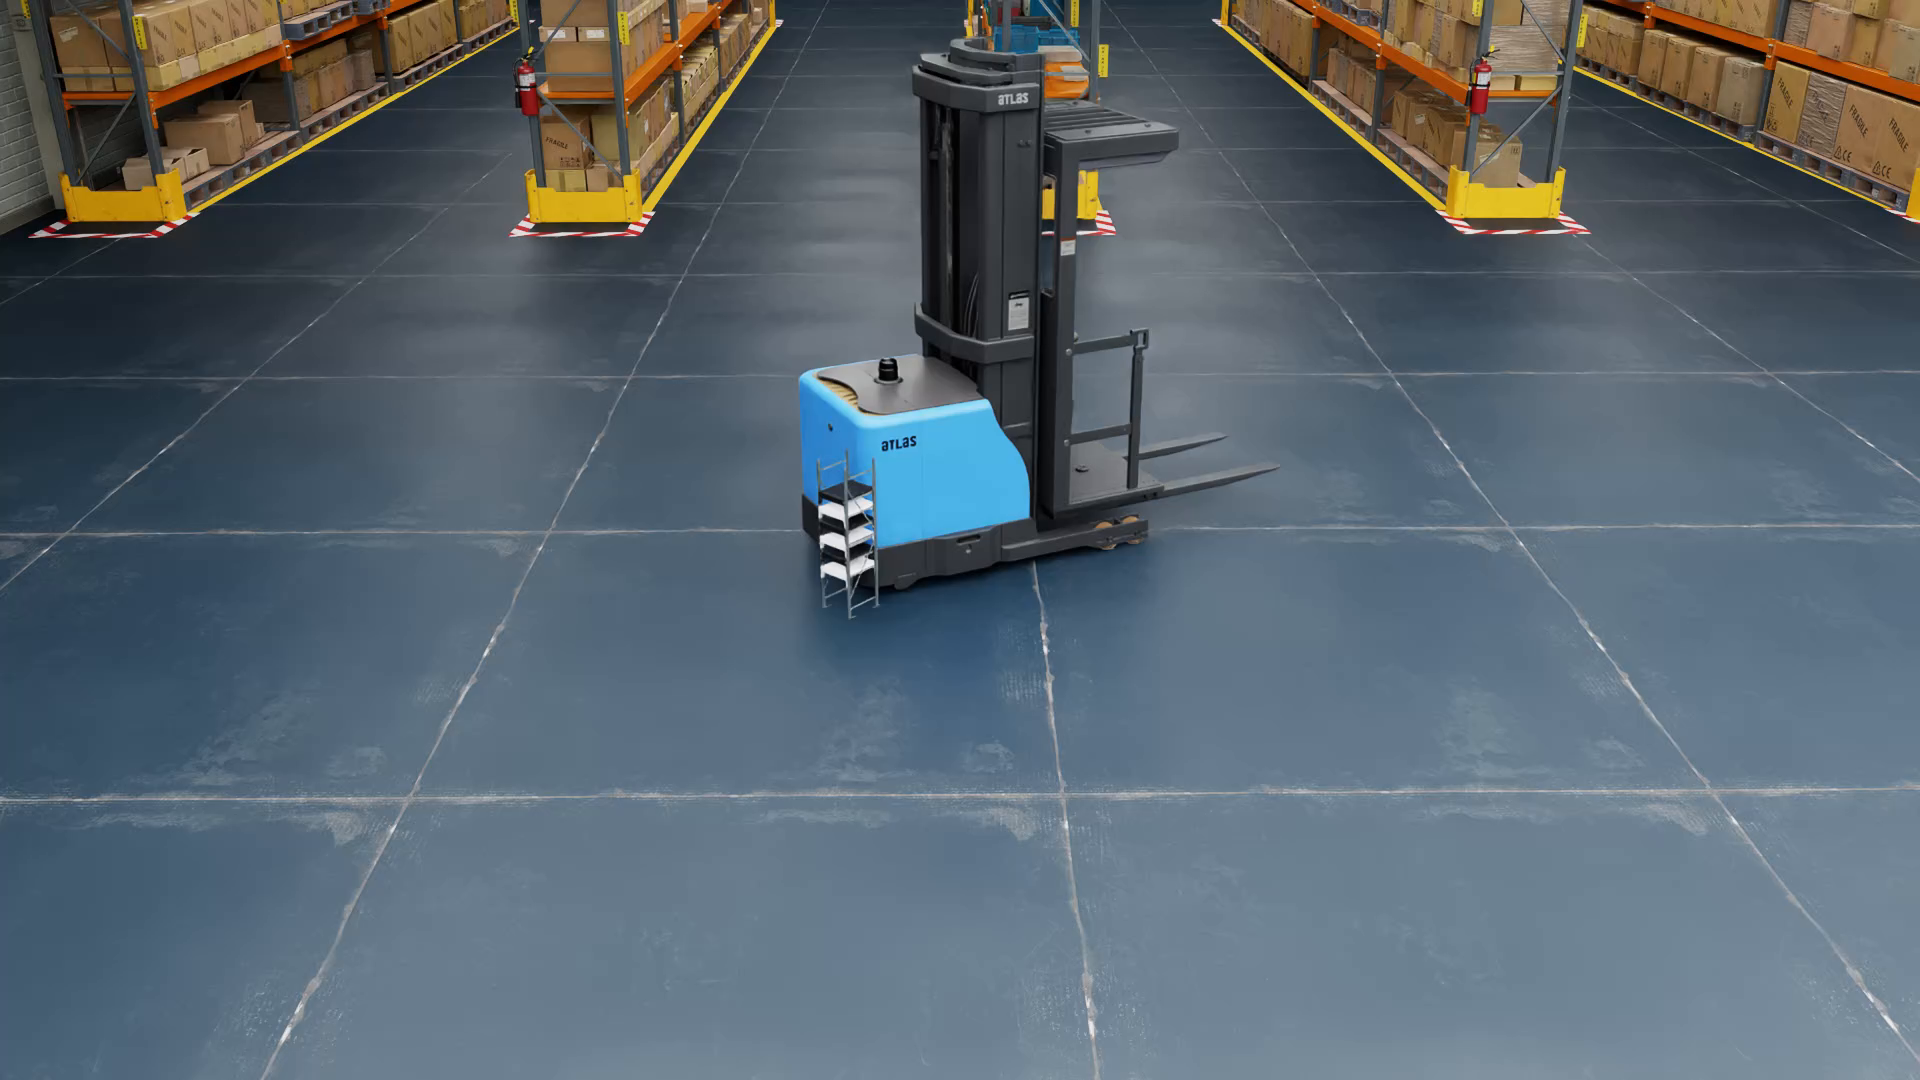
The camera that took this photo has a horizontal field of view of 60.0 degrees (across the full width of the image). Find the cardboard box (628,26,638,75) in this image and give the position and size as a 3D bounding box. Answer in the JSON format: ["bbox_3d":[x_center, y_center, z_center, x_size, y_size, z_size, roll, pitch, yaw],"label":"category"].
[{"bbox_3d":[-4.019,-5.493,18.635,0.700,0.500,0.500,0,24,0],"label":"cardboard box"}]

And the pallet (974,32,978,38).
[{"bbox_3d":[0.759,-8.832,29.522,1.003,0.211,1.213,0,24,-1],"label":"pallet"}]

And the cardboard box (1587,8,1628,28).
[{"bbox_3d":[10.472,-8.462,26.933,0.500,0.250,0.500,1,24,1],"label":"cardboard box"}]

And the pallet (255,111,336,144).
[{"bbox_3d":[-9.023,-5.509,22.175,1.003,0.211,1.213,0,24,-1],"label":"pallet"}]

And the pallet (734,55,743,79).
[{"bbox_3d":[-4.085,-7.670,26.952,1.003,0.211,1.213,0,24,-1],"label":"pallet"}]

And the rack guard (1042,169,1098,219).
[{"bbox_3d":[0.889,-3.747,17.929,1.175,0.500,0.348,0,24,-1],"label":"rack guard"}]

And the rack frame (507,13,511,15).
[{"bbox_3d":[-9.144,-11.404,31.824,1.000,3.000,0.127,0,24,-1],"label":"rack frame"}]

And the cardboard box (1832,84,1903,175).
[{"bbox_3d":[10.765,-4.723,19.122,0.875,0.875,0.875,-1,24,-1],"label":"cardboard box"}]

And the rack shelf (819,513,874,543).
[{"bbox_3d":[-0.619,-0.082,9.201,0.200,0.077,0.258,20,31,37],"label":"rack shelf"}]

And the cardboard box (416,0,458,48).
[{"bbox_3d":[-8.964,-8.700,27.945,0.750,0.750,0.750,0,24,0],"label":"cardboard box"}]

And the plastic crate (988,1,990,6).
[{"bbox_3d":[0.561,-7.514,23.145,0.402,0.464,0.583,0,24,-1],"label":"plastic crate"}]

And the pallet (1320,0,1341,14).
[{"bbox_3d":[5.916,-7.793,24.074,1.213,0.211,1.003,0,24,-1],"label":"pallet"}]

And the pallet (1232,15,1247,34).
[{"bbox_3d":[5.802,-9.871,31.819,1.003,0.211,1.213,0,24,-1],"label":"pallet"}]

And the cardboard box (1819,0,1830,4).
[{"bbox_3d":[10.898,-6.688,19.906,0.875,0.550,0.550,0,24,-1],"label":"cardboard box"}]

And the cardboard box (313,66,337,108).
[{"bbox_3d":[-9.059,-6.247,22.921,0.700,0.500,0.500,0,24,0],"label":"cardboard box"}]

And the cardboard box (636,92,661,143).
[{"bbox_3d":[-3.814,-4.955,19.482,0.500,0.500,0.500,0,24,-1],"label":"cardboard box"}]

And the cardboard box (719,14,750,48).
[{"bbox_3d":[-3.855,-8.639,28.210,0.500,0.500,0.500,0,24,-1],"label":"cardboard box"}]

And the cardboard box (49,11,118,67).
[{"bbox_3d":[-9.188,-5.286,17.546,0.500,0.500,0.500,-1,24,-1],"label":"cardboard box"}]

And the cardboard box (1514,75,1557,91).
[{"bbox_3d":[6.125,-4.882,17.708,0.380,0.149,0.250,0,24,-1],"label":"cardboard box"}]

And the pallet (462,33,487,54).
[{"bbox_3d":[-9.031,-8.799,29.448,1.003,0.211,1.213,0,24,-1],"label":"pallet"}]

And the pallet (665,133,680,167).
[{"bbox_3d":[-4.093,-4.884,20.793,1.003,0.211,1.213,0,24,-1],"label":"pallet"}]

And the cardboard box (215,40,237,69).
[{"bbox_3d":[-8.681,-5.586,19.119,0.500,0.250,0.500,0,24,0],"label":"cardboard box"}]

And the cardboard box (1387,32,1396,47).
[{"bbox_3d":[5.537,-6.218,20.664,0.380,0.149,0.250,0,24,-1],"label":"cardboard box"}]

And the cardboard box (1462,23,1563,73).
[{"bbox_3d":[5.911,-5.285,17.814,0.875,0.500,0.500,0,24,-1],"label":"cardboard box"}]

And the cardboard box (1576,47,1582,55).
[{"bbox_3d":[10.469,-8.332,27.555,0.500,0.500,0.500,1,24,2],"label":"cardboard box"}]

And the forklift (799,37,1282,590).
[{"bbox_3d":[0.584,-1.456,9.912,3.031,2.935,1.130,-12,27,-24],"label":"forklift"}]

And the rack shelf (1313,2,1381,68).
[{"bbox_3d":[5.824,-7.022,23.009,1.077,0.370,4.000,0,24,-1],"label":"rack shelf"}]

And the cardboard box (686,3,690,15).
[{"bbox_3d":[-4.034,-7.491,23.478,0.380,0.149,0.250,2,24,3],"label":"cardboard box"}]

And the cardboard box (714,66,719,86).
[{"bbox_3d":[-3.854,-6.854,24.591,0.500,0.250,0.500,0,24,1],"label":"cardboard box"}]

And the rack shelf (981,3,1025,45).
[{"bbox_3d":[0.871,-7.000,22.960,1.077,0.370,4.000,0,24,-1],"label":"rack shelf"}]

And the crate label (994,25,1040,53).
[{"bbox_3d":[0.646,-5.629,19.012,0.502,0.435,0.616,0,24,-1],"label":"crate label"}]

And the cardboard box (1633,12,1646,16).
[{"bbox_3d":[10.999,-8.247,26.458,0.500,0.250,0.500,0,24,0],"label":"cardboard box"}]

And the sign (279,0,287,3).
[{"bbox_3d":[-8.471,-6.859,20.725,0.100,0.325,0.005,0,24,-1],"label":"sign"}]

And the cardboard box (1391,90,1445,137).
[{"bbox_3d":[5.810,-5.413,21.102,0.500,0.500,0.500,-1,24,-2],"label":"cardboard box"}]

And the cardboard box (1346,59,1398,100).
[{"bbox_3d":[5.861,-6.497,23.476,0.700,0.500,0.500,2,24,4],"label":"cardboard box"}]

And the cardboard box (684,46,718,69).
[{"bbox_3d":[-3.852,-7.110,24.478,0.500,0.311,0.500,0,24,1],"label":"cardboard box"}]

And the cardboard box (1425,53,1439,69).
[{"bbox_3d":[5.558,-5.497,19.069,0.380,0.149,0.250,0,24,-1],"label":"cardboard box"}]

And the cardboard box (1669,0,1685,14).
[{"bbox_3d":[10.506,-7.804,23.745,0.500,0.500,0.500,0,24,-1],"label":"cardboard box"}]

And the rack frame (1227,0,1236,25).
[{"bbox_3d":[5.715,-11.470,31.972,1.000,3.000,0.127,0,24,-1],"label":"rack frame"}]

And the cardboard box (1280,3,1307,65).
[{"bbox_3d":[5.813,-8.049,26.475,1.225,0.875,0.875,0,24,0],"label":"cardboard box"}]

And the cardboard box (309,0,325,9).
[{"bbox_3d":[-9.022,-7.416,22.353,0.700,0.500,0.500,3,25,7],"label":"cardboard box"}]

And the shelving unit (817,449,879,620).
[{"bbox_3d":[-0.619,-0.030,9.224,0.210,0.900,0.258,20,31,37],"label":"shelving unit"}]

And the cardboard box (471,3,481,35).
[{"bbox_3d":[-9.009,-9.323,29.748,0.700,0.500,0.500,0,24,-1],"label":"cardboard box"}]

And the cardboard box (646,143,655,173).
[{"bbox_3d":[-3.814,-4.407,19.181,0.500,0.250,0.500,0,24,-1],"label":"cardboard box"}]

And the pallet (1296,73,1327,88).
[{"bbox_3d":[5.869,-7.229,25.977,1.003,0.211,1.213,0,24,-1],"label":"pallet"}]

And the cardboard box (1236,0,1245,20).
[{"bbox_3d":[5.802,-10.430,31.741,0.875,0.875,0.875,0,24,-1],"label":"cardboard box"}]

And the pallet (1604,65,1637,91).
[{"bbox_3d":[10.756,-7.206,25.927,1.003,0.211,1.213,0,24,-1],"label":"pallet"}]

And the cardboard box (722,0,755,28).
[{"bbox_3d":[-4.173,-9.616,30.368,0.797,0.503,0.637,0,24,-1],"label":"cardboard box"}]

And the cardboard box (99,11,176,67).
[{"bbox_3d":[-8.675,-5.291,17.557,0.500,0.500,0.500,0,24,0],"label":"cardboard box"}]

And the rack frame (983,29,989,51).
[{"bbox_3d":[0.849,-8.152,24.634,1.000,3.000,0.127,0,24,-1],"label":"rack frame"}]

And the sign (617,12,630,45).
[{"bbox_3d":[-3.461,-5.265,17.105,0.100,0.325,0.005,0,24,-1],"label":"sign"}]

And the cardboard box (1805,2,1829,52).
[{"bbox_3d":[10.851,-6.196,20.128,0.875,0.550,0.550,0,24,-1],"label":"cardboard box"}]

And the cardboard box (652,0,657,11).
[{"bbox_3d":[-3.833,-6.395,19.841,0.380,0.149,0.250,0,24,-1],"label":"cardboard box"}]

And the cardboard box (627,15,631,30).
[{"bbox_3d":[-3.813,-5.654,18.202,0.380,0.149,0.250,-1,24,-1],"label":"cardboard box"}]
